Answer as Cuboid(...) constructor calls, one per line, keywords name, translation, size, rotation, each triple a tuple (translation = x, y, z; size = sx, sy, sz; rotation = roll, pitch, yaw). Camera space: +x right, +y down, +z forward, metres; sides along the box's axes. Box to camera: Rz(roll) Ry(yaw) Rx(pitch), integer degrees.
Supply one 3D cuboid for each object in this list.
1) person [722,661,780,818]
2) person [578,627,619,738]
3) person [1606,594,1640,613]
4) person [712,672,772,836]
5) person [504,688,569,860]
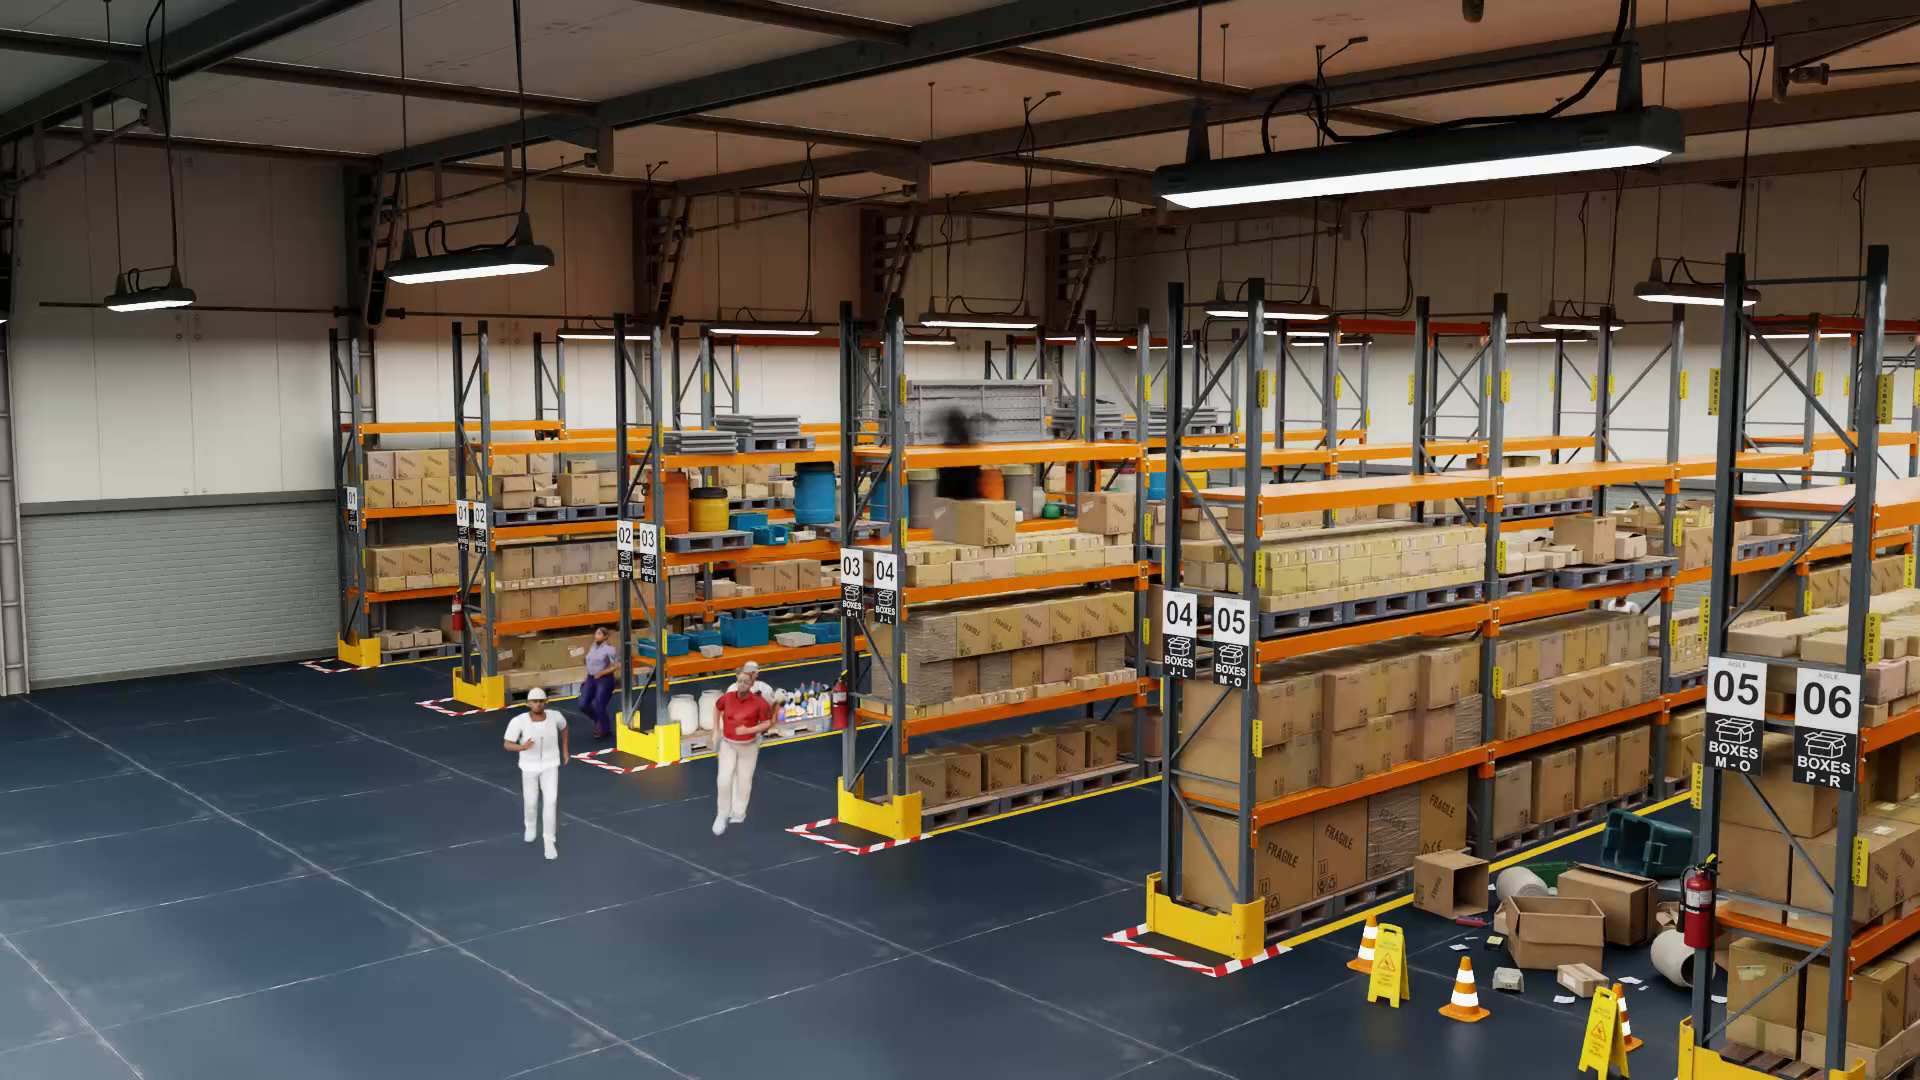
Cuboid(name="person", translation=(-2.422, 2.210, 18.798), size=(0.677, 1.708, 0.803), rotation=(1, 6, 11))
Cuboid(name="person", translation=(-5.152, 2.033, 23.676), size=(0.602, 1.600, 0.542), rotation=(3, 6, 28))
Cuboid(name="person", translation=(10.786, 1.611, 27.127), size=(0.812, 1.774, 0.693), rotation=(-5, 8, -42))
Cuboid(name="person", translation=(-2.366, 2.297, 18.049), size=(0.660, 1.752, 0.656), rotation=(0, 6, -2))
Cuboid(name="person", translation=(-4.579, 2.482, 18.038), size=(0.721, 1.794, 0.903), rotation=(-2, 6, -21))
